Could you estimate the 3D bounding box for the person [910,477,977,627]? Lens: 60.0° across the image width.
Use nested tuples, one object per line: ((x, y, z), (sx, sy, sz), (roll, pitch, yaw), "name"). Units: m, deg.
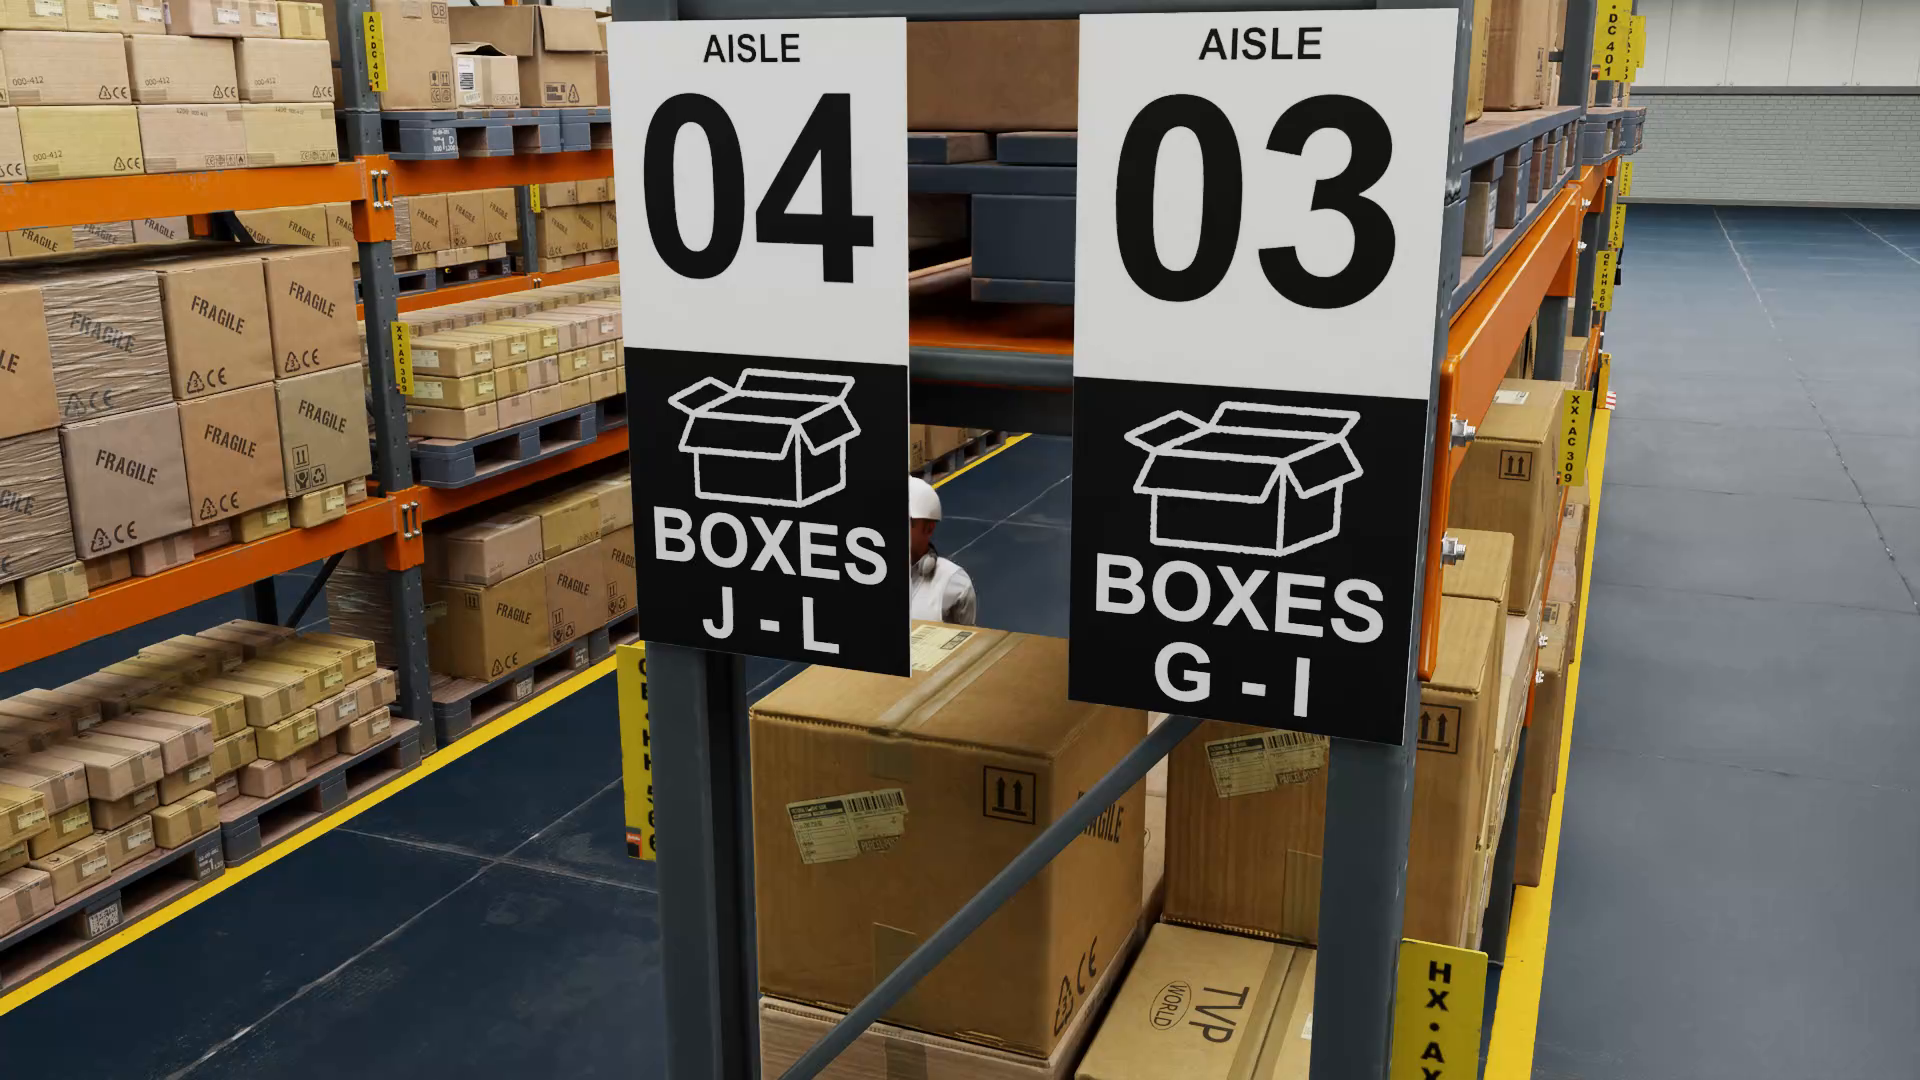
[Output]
((-0.219, 0.624, 6.200), (0.545, 1.739, 0.942), (6, 17, 22), "person")
